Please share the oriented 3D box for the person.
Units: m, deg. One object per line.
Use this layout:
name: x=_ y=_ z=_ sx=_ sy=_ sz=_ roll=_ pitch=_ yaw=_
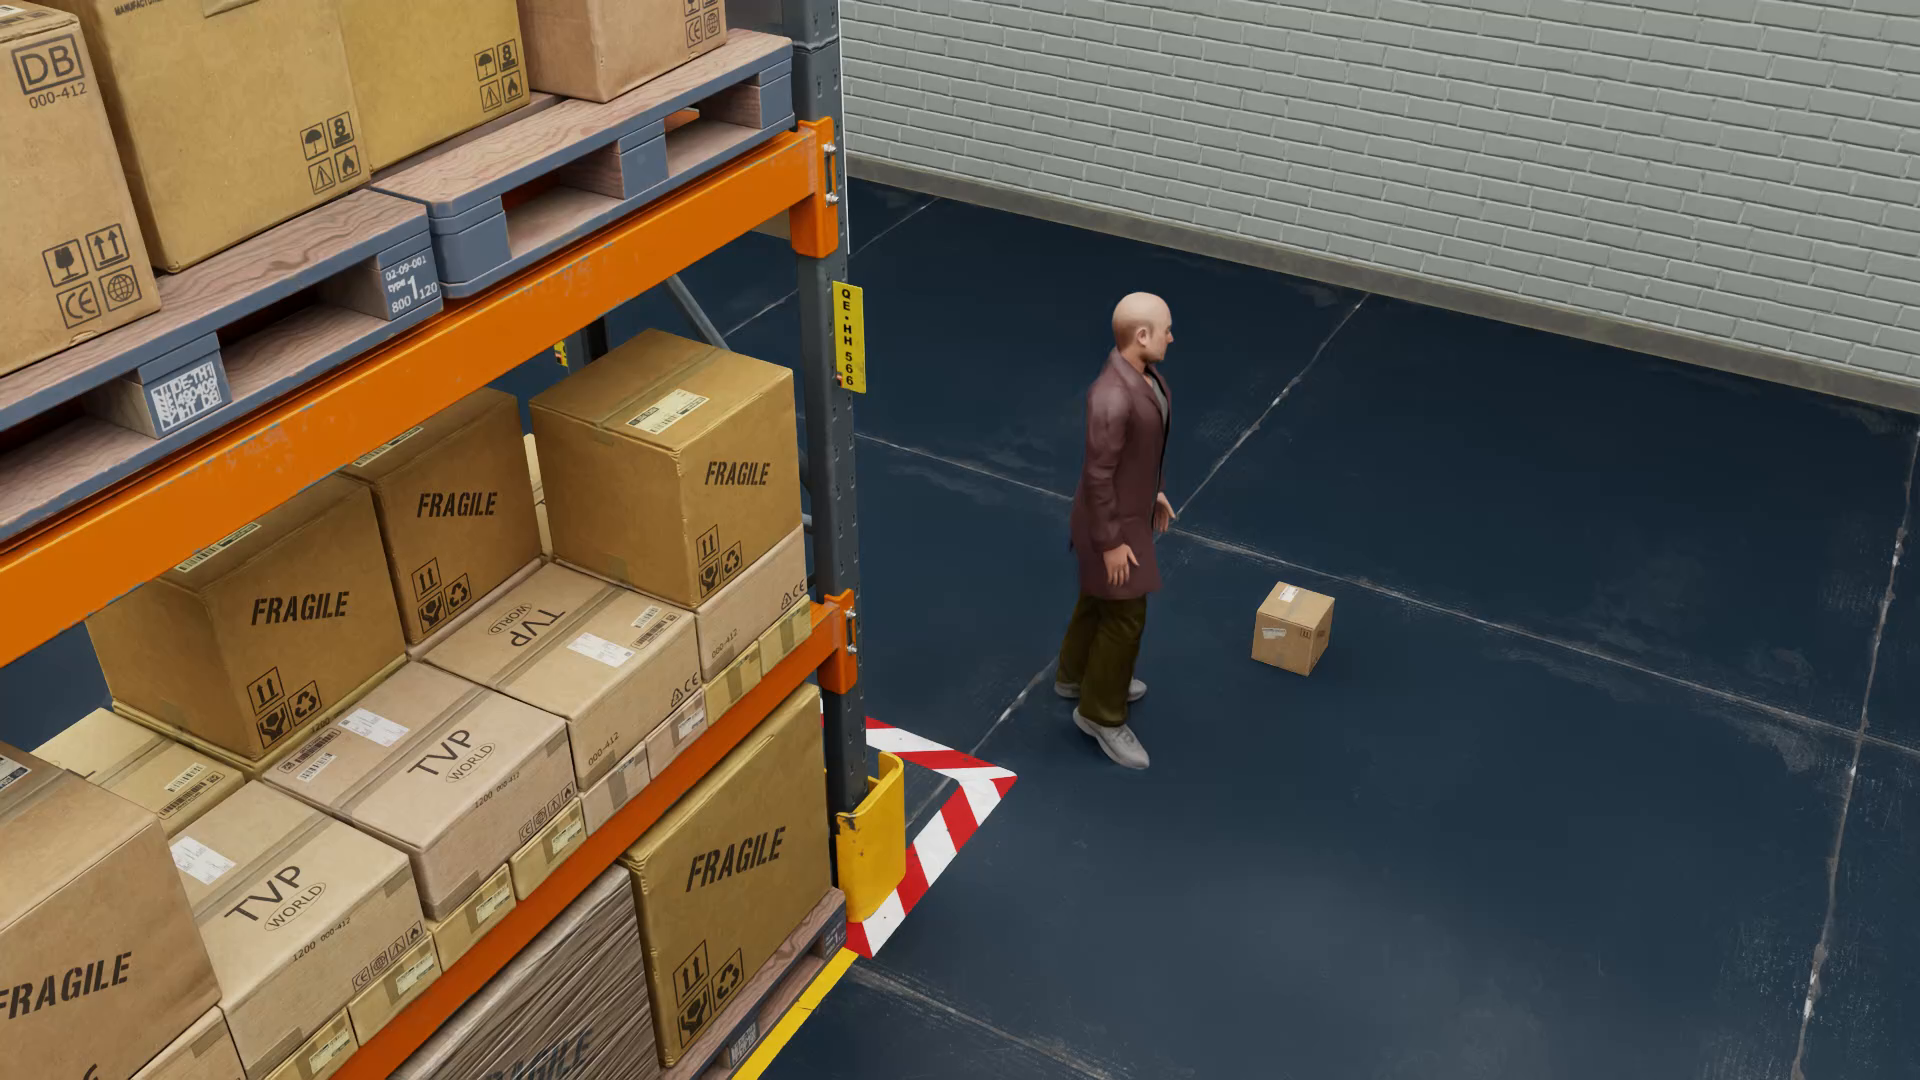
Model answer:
person: x=0.595 y=-0.020 z=6.259 sx=0.456 sy=1.741 sz=0.652 roll=9 pitch=35 yaw=13
